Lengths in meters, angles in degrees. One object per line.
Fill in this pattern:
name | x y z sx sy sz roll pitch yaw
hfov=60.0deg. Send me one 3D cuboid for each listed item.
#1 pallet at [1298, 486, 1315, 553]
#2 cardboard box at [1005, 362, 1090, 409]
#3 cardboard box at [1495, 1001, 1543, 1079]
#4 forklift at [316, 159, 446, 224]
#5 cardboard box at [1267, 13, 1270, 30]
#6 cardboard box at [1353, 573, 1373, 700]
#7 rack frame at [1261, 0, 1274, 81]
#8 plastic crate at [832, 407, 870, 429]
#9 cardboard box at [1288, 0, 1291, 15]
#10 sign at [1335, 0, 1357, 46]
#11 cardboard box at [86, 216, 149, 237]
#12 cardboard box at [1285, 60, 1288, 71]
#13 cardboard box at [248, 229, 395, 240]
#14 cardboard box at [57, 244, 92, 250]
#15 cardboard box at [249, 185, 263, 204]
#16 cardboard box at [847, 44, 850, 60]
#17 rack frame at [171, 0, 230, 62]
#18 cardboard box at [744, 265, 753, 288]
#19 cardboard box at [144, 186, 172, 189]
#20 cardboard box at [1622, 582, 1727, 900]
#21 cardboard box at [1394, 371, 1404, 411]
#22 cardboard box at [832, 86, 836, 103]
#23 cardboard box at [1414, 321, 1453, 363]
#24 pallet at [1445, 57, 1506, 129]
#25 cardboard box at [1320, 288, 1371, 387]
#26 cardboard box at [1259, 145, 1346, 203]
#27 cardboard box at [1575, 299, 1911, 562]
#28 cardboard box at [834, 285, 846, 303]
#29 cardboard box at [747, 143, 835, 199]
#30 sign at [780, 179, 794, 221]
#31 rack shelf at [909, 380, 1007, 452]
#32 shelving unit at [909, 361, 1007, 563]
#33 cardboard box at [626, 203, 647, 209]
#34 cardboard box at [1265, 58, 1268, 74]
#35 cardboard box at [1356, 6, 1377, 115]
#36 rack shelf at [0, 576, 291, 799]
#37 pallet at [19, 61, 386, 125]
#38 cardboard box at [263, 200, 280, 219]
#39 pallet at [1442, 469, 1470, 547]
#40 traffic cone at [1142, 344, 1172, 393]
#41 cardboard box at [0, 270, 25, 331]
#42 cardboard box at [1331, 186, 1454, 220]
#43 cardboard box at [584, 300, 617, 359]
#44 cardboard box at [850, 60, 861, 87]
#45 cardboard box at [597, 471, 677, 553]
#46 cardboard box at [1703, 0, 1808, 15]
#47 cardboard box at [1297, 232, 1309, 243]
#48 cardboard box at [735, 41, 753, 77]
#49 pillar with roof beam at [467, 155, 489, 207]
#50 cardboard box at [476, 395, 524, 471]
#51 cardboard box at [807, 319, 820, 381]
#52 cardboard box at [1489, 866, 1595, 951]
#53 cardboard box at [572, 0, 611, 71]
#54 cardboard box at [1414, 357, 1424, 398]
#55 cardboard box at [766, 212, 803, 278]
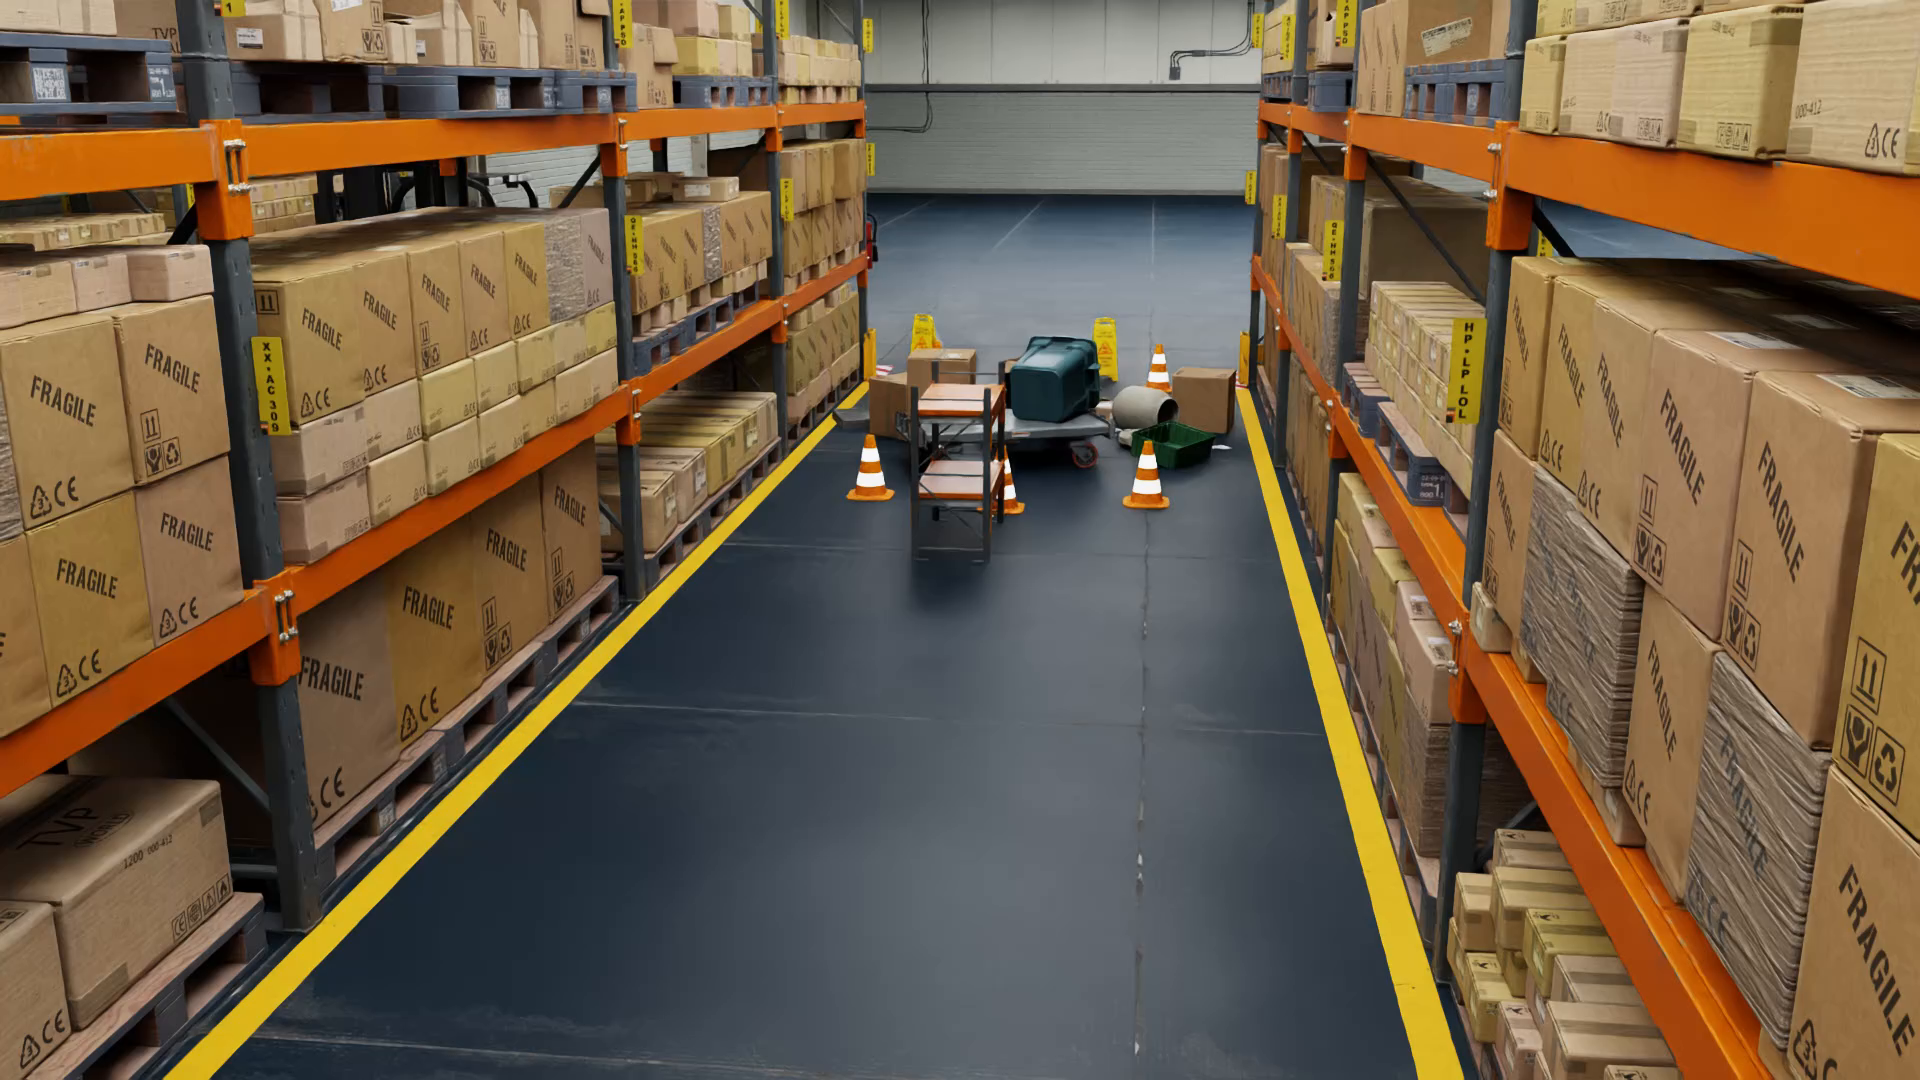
pallet | 2.866 -0.155 11.330 1.003 0.211 1.213 2 15 6
cardboard box | 0.755 -1.265 14.617 0.797 0.637 0.503 2 15 6
cardboard box | 1.744 1.448 4.718 0.380 0.149 0.250 2 15 6
forklift | -4.861 -2.174 13.585 3.031 2.935 1.130 9 17 30
cardboard box | 3.053 -4.812 15.423 0.380 0.149 0.250 1 15 5
cardboard box | 2.122 0.460 7.697 0.500 0.500 0.500 1 15 5
rack frame | 3.464 -5.954 15.942 1.000 3.000 0.127 2 15 6
plastic crate | -0.925 -1.114 15.128 0.402 0.080 0.583 -4 16 -13
cardboard box | 2.766 -4.153 12.985 0.380 0.149 0.250 2 15 6
sign | 2.011 -2.737 8.650 0.100 0.325 0.005 2 15 6
cardboard box | -6.678 -2.484 13.168 0.380 0.149 0.250 1 15 5
cardboard box | 2.765 -3.768 13.087 0.380 0.149 0.250 2 15 7
cardboard box | -2.847 -1.120 7.449 0.500 0.500 0.500 2 15 7
cardboard box | -6.765 -2.053 12.339 0.500 0.250 0.500 2 15 7
cardboard box | -6.428 -3.065 14.746 0.380 0.149 0.250 2 15 8
cardboard box | -1.278 -4.727 16.104 0.380 0.149 0.250 2 15 7
rack frame | -2.819 -2.961 4.874 1.000 3.000 0.127 2 15 6
cardboard box | -1.741 -1.944 12.283 0.380 0.149 0.250 1 15 5
cardboard box | -7.027 -3.015 14.562 0.380 0.149 0.250 2 15 6
cardboard box | 1.631 0.381 3.243 0.500 0.500 0.500 2 15 9
cardboard box | 2.194 -0.676 7.591 0.380 0.149 0.250 2 15 8
cardboard box | -1.363 -4.140 15.462 0.380 0.149 0.250 2 15 6
cardboard box | 2.138 -0.832 7.030 0.380 0.149 0.250 1 15 5
pallet | 2.286 -1.460 5.428 1.213 0.211 1.003 2 15 6
cardboard box | 2.346 -1.156 9.500 0.500 0.500 0.500 2 15 6
cardboard box | 3.384 -3.557 16.213 0.875 0.550 0.550 2 15 6
cardboard box | 1.686 -0.246 3.647 0.500 0.500 0.500 2 15 7
cardboard box | -1.303 -2.350 15.892 0.380 0.149 0.250 2 15 7
cardboard box | -1.520 -3.322 15.023 0.700 0.500 0.500 2 15 6
sign | -1.365 -2.684 13.122 0.100 0.325 0.005 2 15 6
rack shelf | -0.001 -0.824 10.932 0.538 0.278 1.000 2 15 6
shelving unit | -0.001 -0.541 11.009 0.538 1.125 1.048 2 15 6
cardboard box | -2.427 -2.030 11.358 0.500 0.500 0.500 1 15 4
cardboard box | 3.050 -4.425 15.520 0.380 0.149 0.250 2 15 6
cardboard box | 2.233 -2.339 8.128 0.500 0.500 0.500 2 15 6
rack shelf | -3.045 0.801 3.833 1.077 0.370 4.000 2 15 6
pallet | -2.765 -1.660 6.175 0.805 0.209 1.217 1 15 4
cardboard box | -6.390 -2.987 15.028 0.380 0.149 0.250 2 15 6
pallet | 2.341 -0.047 5.957 1.003 0.211 1.213 2 15 6
traffic cone | 1.994 -1.738 16.701 0.336 0.463 0.334 2 15 6
cardboard box | -2.724 -0.624 4.375 0.380 0.149 0.250 2 15 6
cardboard box | 2.791 -2.027 10.805 0.700 0.500 0.500 2 15 6
cardboard box | -2.170 -1.139 8.956 0.500 0.250 0.500 2 15 6
cardboard box | -1.255 -4.556 16.236 0.500 0.250 0.500 2 15 6
cardboard box | -2.294 -0.183 10.323 0.950 0.372 0.625 1 15 2
cardboard box | 1.644 -1.048 2.875 0.500 0.250 0.500 1 15 4
cardboard box | 3.043 -2.189 13.224 0.875 0.550 0.550 2 15 6
cardboard box | -1.839 -3.563 12.328 0.500 0.250 0.500 1 15 5
pillar with roof beam | -2.417 -7.494 21.637 9.100 9.000 0.400 2 15 6
cardboard box | -2.311 -0.495 7.535 0.500 0.250 0.500 1 15 5
cardboard box | -1.533 -1.662 14.588 0.500 0.500 0.500 2 15 9
cardboard box | 1.776 1.093 4.889 0.380 0.149 0.250 2 15 9
cardboard box | -2.261 -2.701 8.656 0.797 0.503 0.637 1 15 3
cardboard box | 2.137 -0.685 7.054 0.380 0.149 0.250 2 15 8
cardboard box | -1.590 -2.438 13.670 0.500 0.500 0.500 2 15 6
